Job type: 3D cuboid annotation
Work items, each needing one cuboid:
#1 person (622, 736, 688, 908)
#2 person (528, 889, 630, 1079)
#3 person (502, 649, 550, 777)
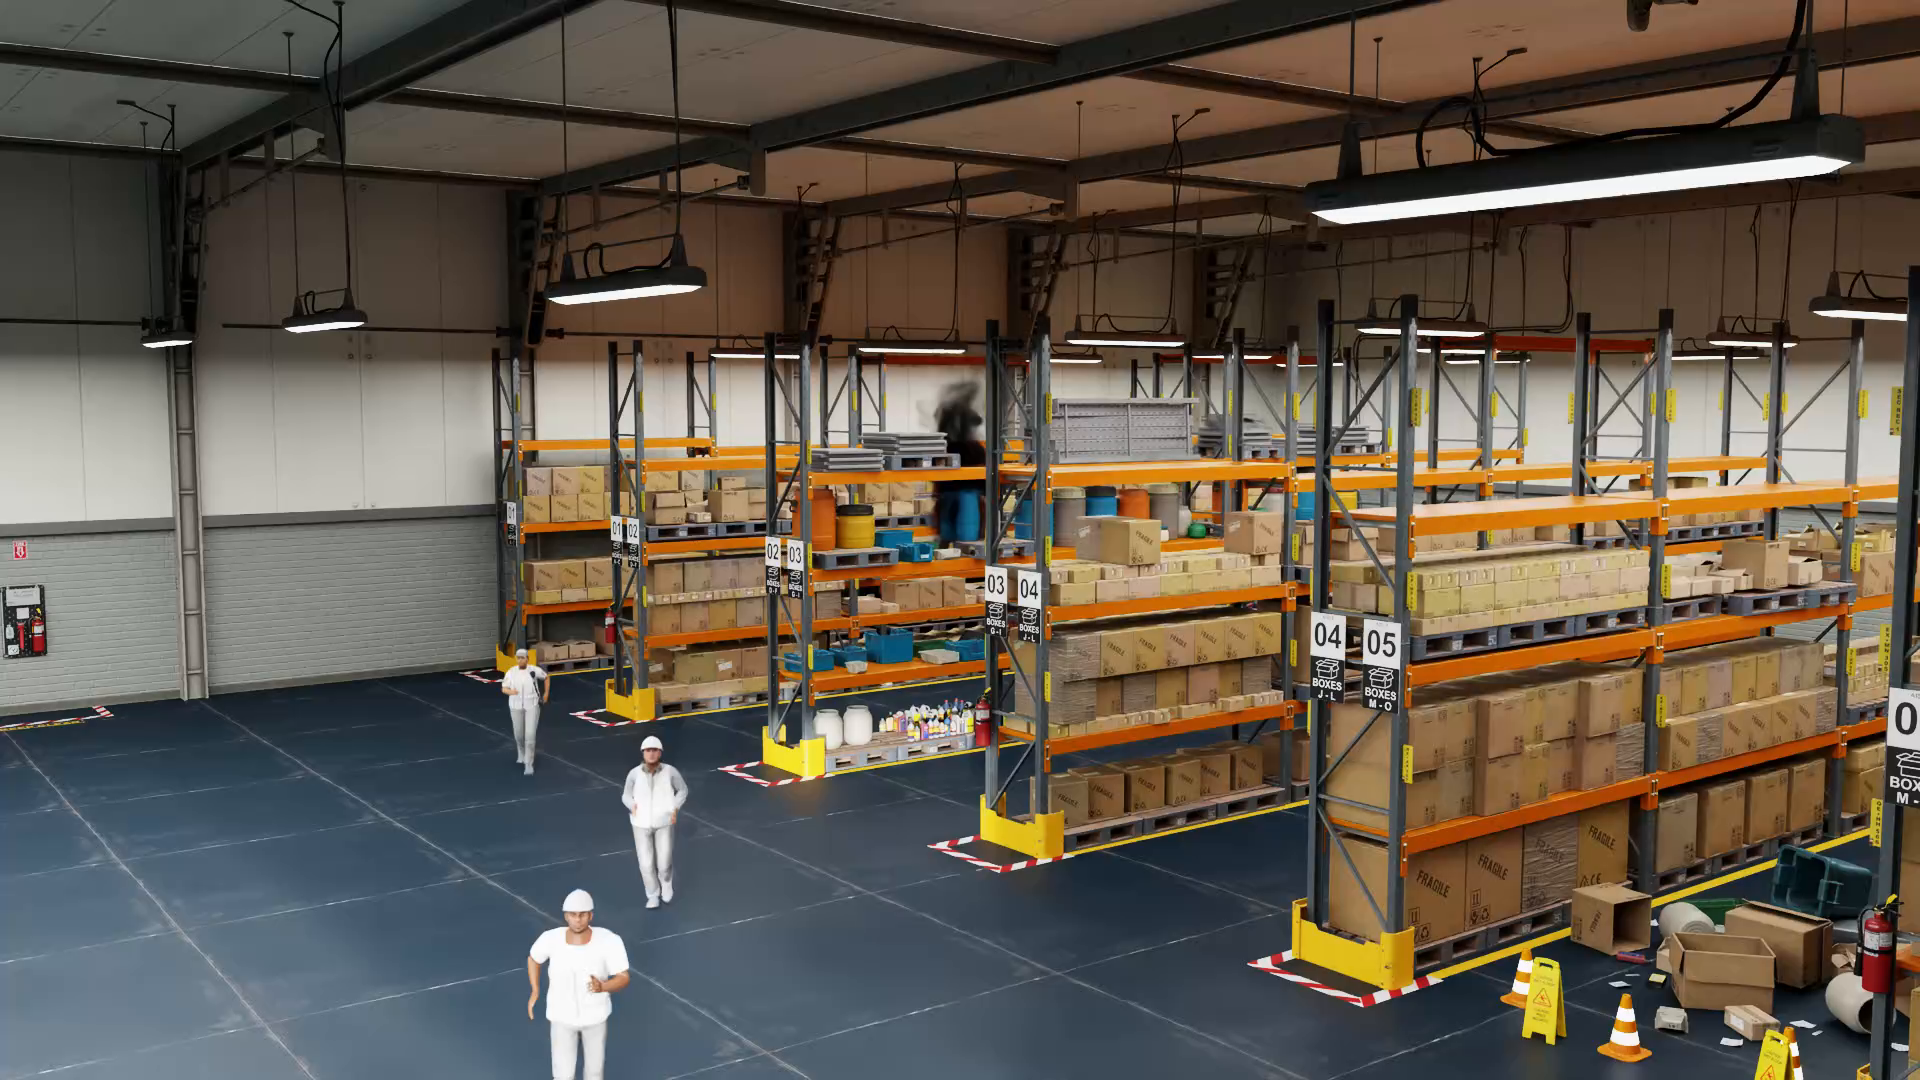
[{"bbox_3d":[-3.057,2.836,16.606,0.650,1.726,0.578,0,5,-5],"label":"person"},{"bbox_3d":[-2.594,3.280,11.338,0.677,1.821,0.812,-1,5,-14],"label":"person"},{"bbox_3d":[-5.980,2.328,22.854,0.609,1.670,0.940,0,5,-5],"label":"person"}]
